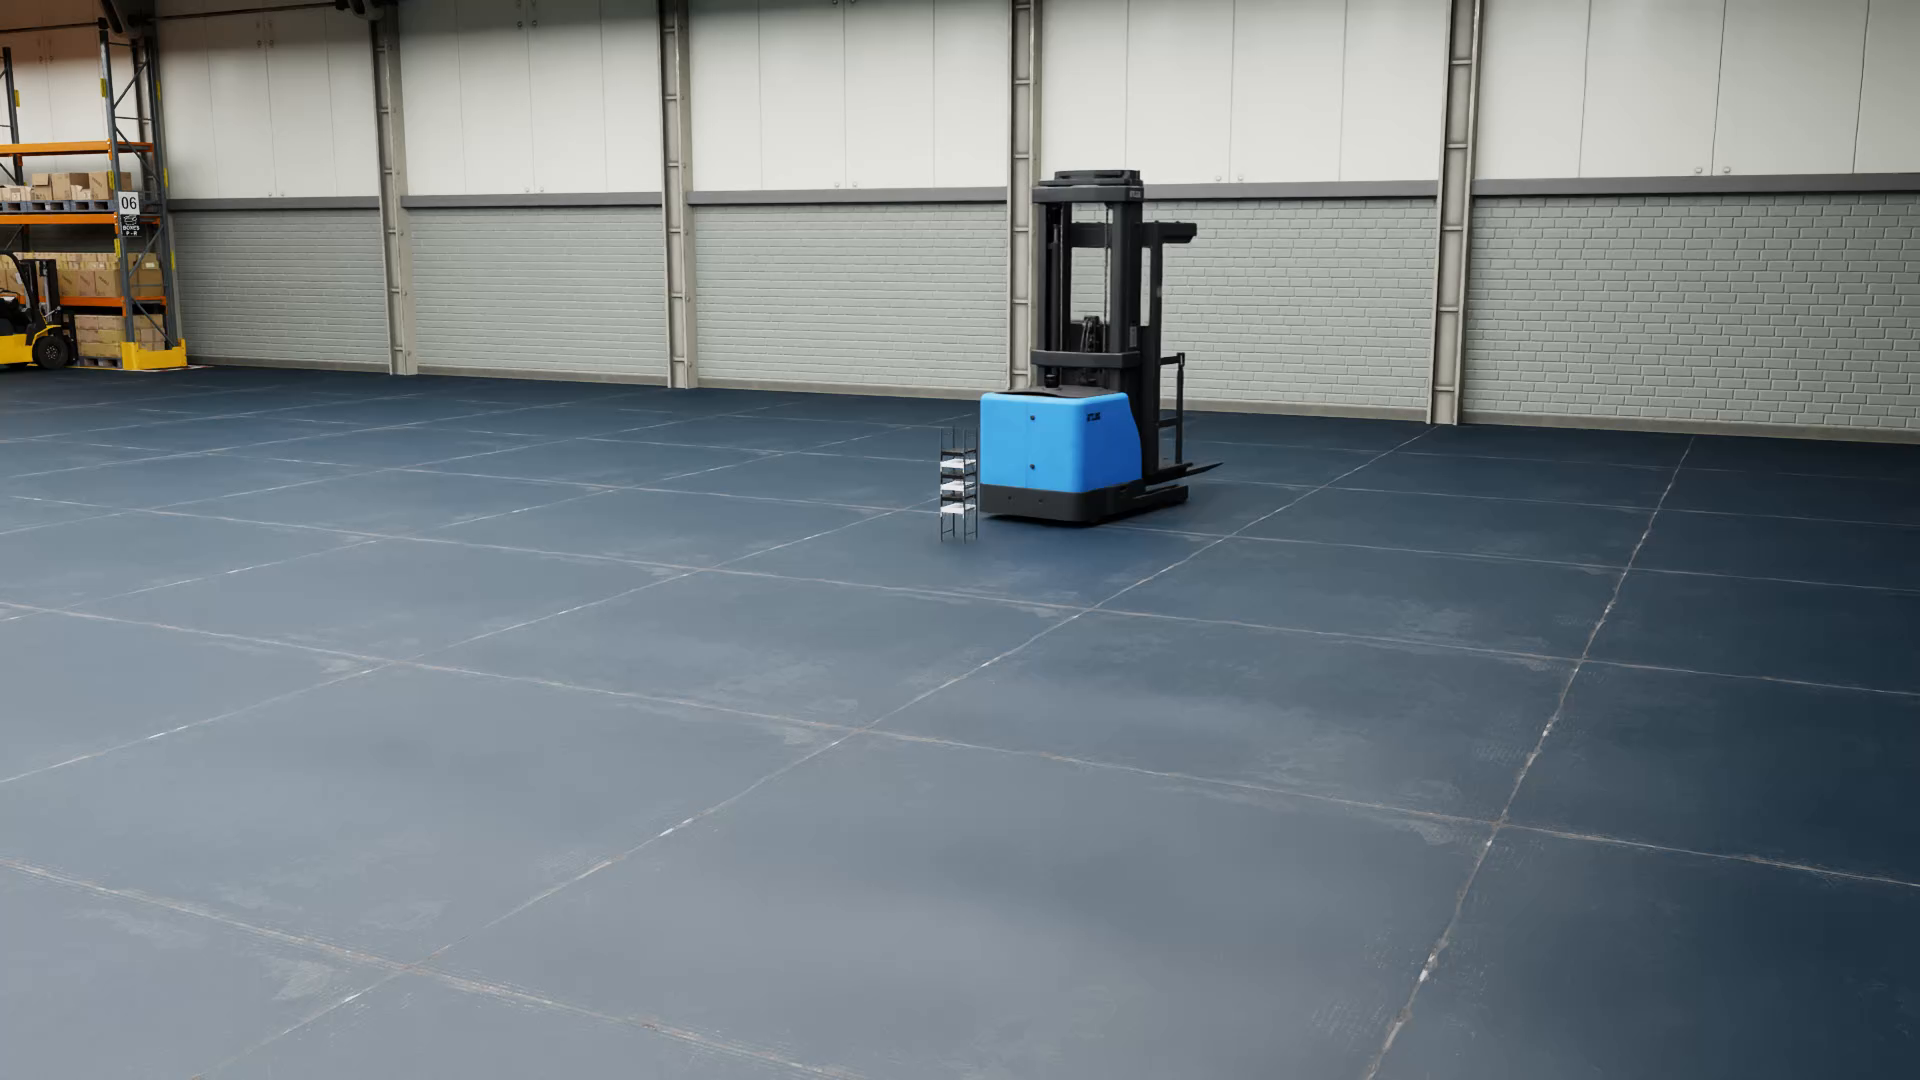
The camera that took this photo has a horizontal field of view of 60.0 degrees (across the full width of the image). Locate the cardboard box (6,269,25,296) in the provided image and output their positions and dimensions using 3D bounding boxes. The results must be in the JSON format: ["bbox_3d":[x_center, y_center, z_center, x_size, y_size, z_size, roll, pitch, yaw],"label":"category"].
[{"bbox_3d":[-17.834,-4.938,31.813,0.500,0.500,0.500,5,12,27],"label":"cardboard box"}]

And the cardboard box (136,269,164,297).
[{"bbox_3d":[-15.325,-4.822,31.168,0.500,0.500,0.500,5,12,28],"label":"cardboard box"}]

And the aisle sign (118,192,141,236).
[{"bbox_3d":[-15.075,-5.916,30.197,0.004,0.787,0.394,5,11,26],"label":"aisle sign"}]

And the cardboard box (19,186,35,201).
[{"bbox_3d":[-17.394,-6.505,31.242,0.258,0.266,0.396,5,11,24],"label":"cardboard box"}]

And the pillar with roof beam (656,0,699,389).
[{"bbox_3d":[-6.373,-6.207,22.257,0.400,9.000,9.100,5,11,26],"label":"pillar with roof beam"}]

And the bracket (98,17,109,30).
[{"bbox_3d":[-15.758,-9.587,30.827,0.430,0.232,0.235,5,11,26],"label":"bracket"}]

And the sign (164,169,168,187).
[{"bbox_3d":[-14.753,-6.722,30.851,0.005,0.325,0.100,5,11,26],"label":"sign"}]

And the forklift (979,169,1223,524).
[{"bbox_3d":[1.415,-1.789,14.883,1.130,2.935,3.031,7,12,34],"label":"forklift"}]

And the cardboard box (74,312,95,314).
[{"bbox_3d":[-16.701,-4.224,31.882,0.500,0.250,0.500,5,11,25],"label":"cardboard box"}]

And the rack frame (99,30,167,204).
[{"bbox_3d":[-15.004,-7.641,30.182,0.127,3.000,1.000,5,11,26],"label":"rack frame"}]

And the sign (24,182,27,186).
[{"bbox_3d":[-18.347,-6.862,32.628,0.005,0.325,0.100,5,11,26],"label":"sign"}]

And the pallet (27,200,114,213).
[{"bbox_3d":[-16.724,-6.277,31.318,1.213,0.211,1.003,5,11,26],"label":"pallet"}]

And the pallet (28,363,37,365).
[{"bbox_3d":[-17.896,-3.563,32.323,1.213,0.211,1.003,5,11,26],"label":"pallet"}]

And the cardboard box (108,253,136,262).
[{"bbox_3d":[-15.418,-5.198,30.593,0.250,0.149,0.380,5,11,26],"label":"cardboard box"}]

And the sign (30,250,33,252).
[{"bbox_3d":[-18.347,-5.558,32.864,0.005,0.325,0.100,5,11,26],"label":"sign"}]

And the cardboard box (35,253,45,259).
[{"bbox_3d":[-17.246,-5.358,31.473,0.250,0.149,0.380,5,11,26],"label":"cardboard box"}]

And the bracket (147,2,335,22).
[{"bbox_3d":[-12.688,-9.317,29.337,4.783,0.066,0.076,5,11,26],"label":"bracket"}]

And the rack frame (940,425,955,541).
[{"bbox_3d":[-0.098,-0.451,13.198,0.006,0.900,0.240,5,11,26],"label":"rack frame"}]

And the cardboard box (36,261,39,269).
[{"bbox_3d":[-17.286,-5.200,31.437,0.250,0.149,0.380,5,11,24],"label":"cardboard box"}]

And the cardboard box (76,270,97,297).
[{"bbox_3d":[-16.022,-4.777,30.924,0.500,0.500,0.500,5,12,28],"label":"cardboard box"}]

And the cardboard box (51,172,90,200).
[{"bbox_3d":[-16.383,-6.563,30.906,0.500,0.500,0.700,5,11,26],"label":"cardboard box"}]

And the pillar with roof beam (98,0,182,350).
[{"bbox_3d":[-17.134,-7.152,27.481,0.548,9.000,9.100,5,11,26],"label":"pillar with roof beam"}]

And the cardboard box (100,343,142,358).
[{"bbox_3d":[-15.565,-3.529,30.849,0.500,0.250,0.500,5,11,26],"label":"cardboard box"}]

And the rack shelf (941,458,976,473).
[{"bbox_3d":[-0.007,-0.588,13.127,0.200,0.077,0.258,5,11,26],"label":"rack shelf"}]

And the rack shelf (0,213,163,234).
[{"bbox_3d":[-16.797,-5.969,31.384,4.000,0.370,1.077,5,11,26],"label":"rack shelf"}]

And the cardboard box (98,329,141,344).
[{"bbox_3d":[-15.578,-3.777,30.815,0.500,0.250,0.500,5,11,25],"label":"cardboard box"}]

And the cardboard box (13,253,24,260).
[{"bbox_3d":[-17.744,-5.385,31.624,0.250,0.149,0.380,5,12,27],"label":"cardboard box"}]

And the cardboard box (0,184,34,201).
[{"bbox_3d":[-17.953,-6.588,31.575,0.500,0.311,0.500,5,12,27],"label":"cardboard box"}]

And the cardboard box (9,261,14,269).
[{"bbox_3d":[-17.942,-5.269,31.820,0.250,0.149,0.380,5,11,26],"label":"cardboard box"}]

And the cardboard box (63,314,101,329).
[{"bbox_3d":[-16.472,-4.099,31.188,0.500,0.250,0.500,5,11,27],"label":"cardboard box"}]

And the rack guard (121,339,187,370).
[{"bbox_3d":[-14.982,-3.457,30.928,0.348,0.500,1.175,5,11,26],"label":"rack guard"}]

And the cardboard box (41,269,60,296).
[{"bbox_3d":[-16.938,-4.856,31.356,0.500,0.500,0.500,5,11,26],"label":"cardboard box"}]

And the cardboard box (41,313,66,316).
[{"bbox_3d":[-17.390,-4.182,31.651,0.500,0.250,0.500,5,12,28],"label":"cardboard box"}]

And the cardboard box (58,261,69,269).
[{"bbox_3d":[-16.600,-5.137,31.090,0.250,0.149,0.380,5,11,26],"label":"cardboard box"}]

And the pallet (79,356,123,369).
[{"bbox_3d":[-15.708,-3.371,31.261,1.213,0.211,1.003,5,11,26],"label":"pallet"}]

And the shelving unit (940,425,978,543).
[{"bbox_3d":[-0.007,-0.443,13.154,0.210,0.900,0.258,5,11,26],"label":"shelving unit"}]

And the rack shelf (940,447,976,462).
[{"bbox_3d":[-0.007,-0.676,13.111,0.200,0.077,0.258,5,11,26],"label":"rack shelf"}]

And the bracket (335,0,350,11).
[{"bbox_3d":[-10.378,-9.114,28.215,0.430,0.232,0.235,5,11,26],"label":"bracket"}]

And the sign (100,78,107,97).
[{"bbox_3d":[-15.256,-8.054,29.619,0.005,0.325,0.100,5,11,26],"label":"sign"}]

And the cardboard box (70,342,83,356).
[{"bbox_3d":[-16.451,-3.611,31.300,0.500,0.250,0.500,5,11,26],"label":"cardboard box"}]

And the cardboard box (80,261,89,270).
[{"bbox_3d":[-16.104,-5.107,30.923,0.250,0.149,0.380,5,11,25],"label":"cardboard box"}]

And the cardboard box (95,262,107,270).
[{"bbox_3d":[-15.681,-5.055,30.638,0.250,0.149,0.380,5,12,27],"label":"cardboard box"}]

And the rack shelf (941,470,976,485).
[{"bbox_3d":[-0.007,-0.499,13.144,0.200,0.077,0.258,5,11,26],"label":"rack shelf"}]

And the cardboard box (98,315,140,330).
[{"bbox_3d":[-15.555,-4.021,30.760,0.500,0.250,0.500,5,12,28],"label":"cardboard box"}]

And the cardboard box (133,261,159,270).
[{"bbox_3d":[-15.193,-5.126,31.026,0.250,0.149,0.380,5,11,24],"label":"cardboard box"}]

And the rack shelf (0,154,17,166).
[{"bbox_3d":[-20.384,-7.563,32.894,4.000,0.370,1.077,5,11,26],"label":"rack shelf"}]

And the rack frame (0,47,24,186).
[{"bbox_3d":[-18.591,-7.956,31.923,0.127,3.000,1.000,5,11,26],"label":"rack frame"}]

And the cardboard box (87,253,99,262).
[{"bbox_3d":[-15.900,-5.229,30.763,0.250,0.149,0.380,5,12,27],"label":"cardboard box"}]

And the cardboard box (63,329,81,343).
[{"bbox_3d":[-16.496,-3.856,31.249,0.500,0.250,0.500,5,11,25],"label":"cardboard box"}]

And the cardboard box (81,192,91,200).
[{"bbox_3d":[-15.881,-6.314,30.518,0.250,0.149,0.380,5,11,24],"label":"cardboard box"}]

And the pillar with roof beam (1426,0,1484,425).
[{"bbox_3d":[4.389,-5.261,17.032,0.400,9.000,9.100,5,11,26],"label":"pillar with roof beam"}]

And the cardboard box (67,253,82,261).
[{"bbox_3d":[-16.373,-5.263,30.952,0.250,0.149,0.380,5,12,27],"label":"cardboard box"}]

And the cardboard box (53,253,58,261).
[{"bbox_3d":[-16.796,-5.318,31.256,0.250,0.149,0.380,5,11,27],"label":"cardboard box"}]

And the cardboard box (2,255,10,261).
[{"bbox_3d":[-18.154,-5.443,31.945,0.250,0.149,0.380,5,11,27],"label":"cardboard box"}]
